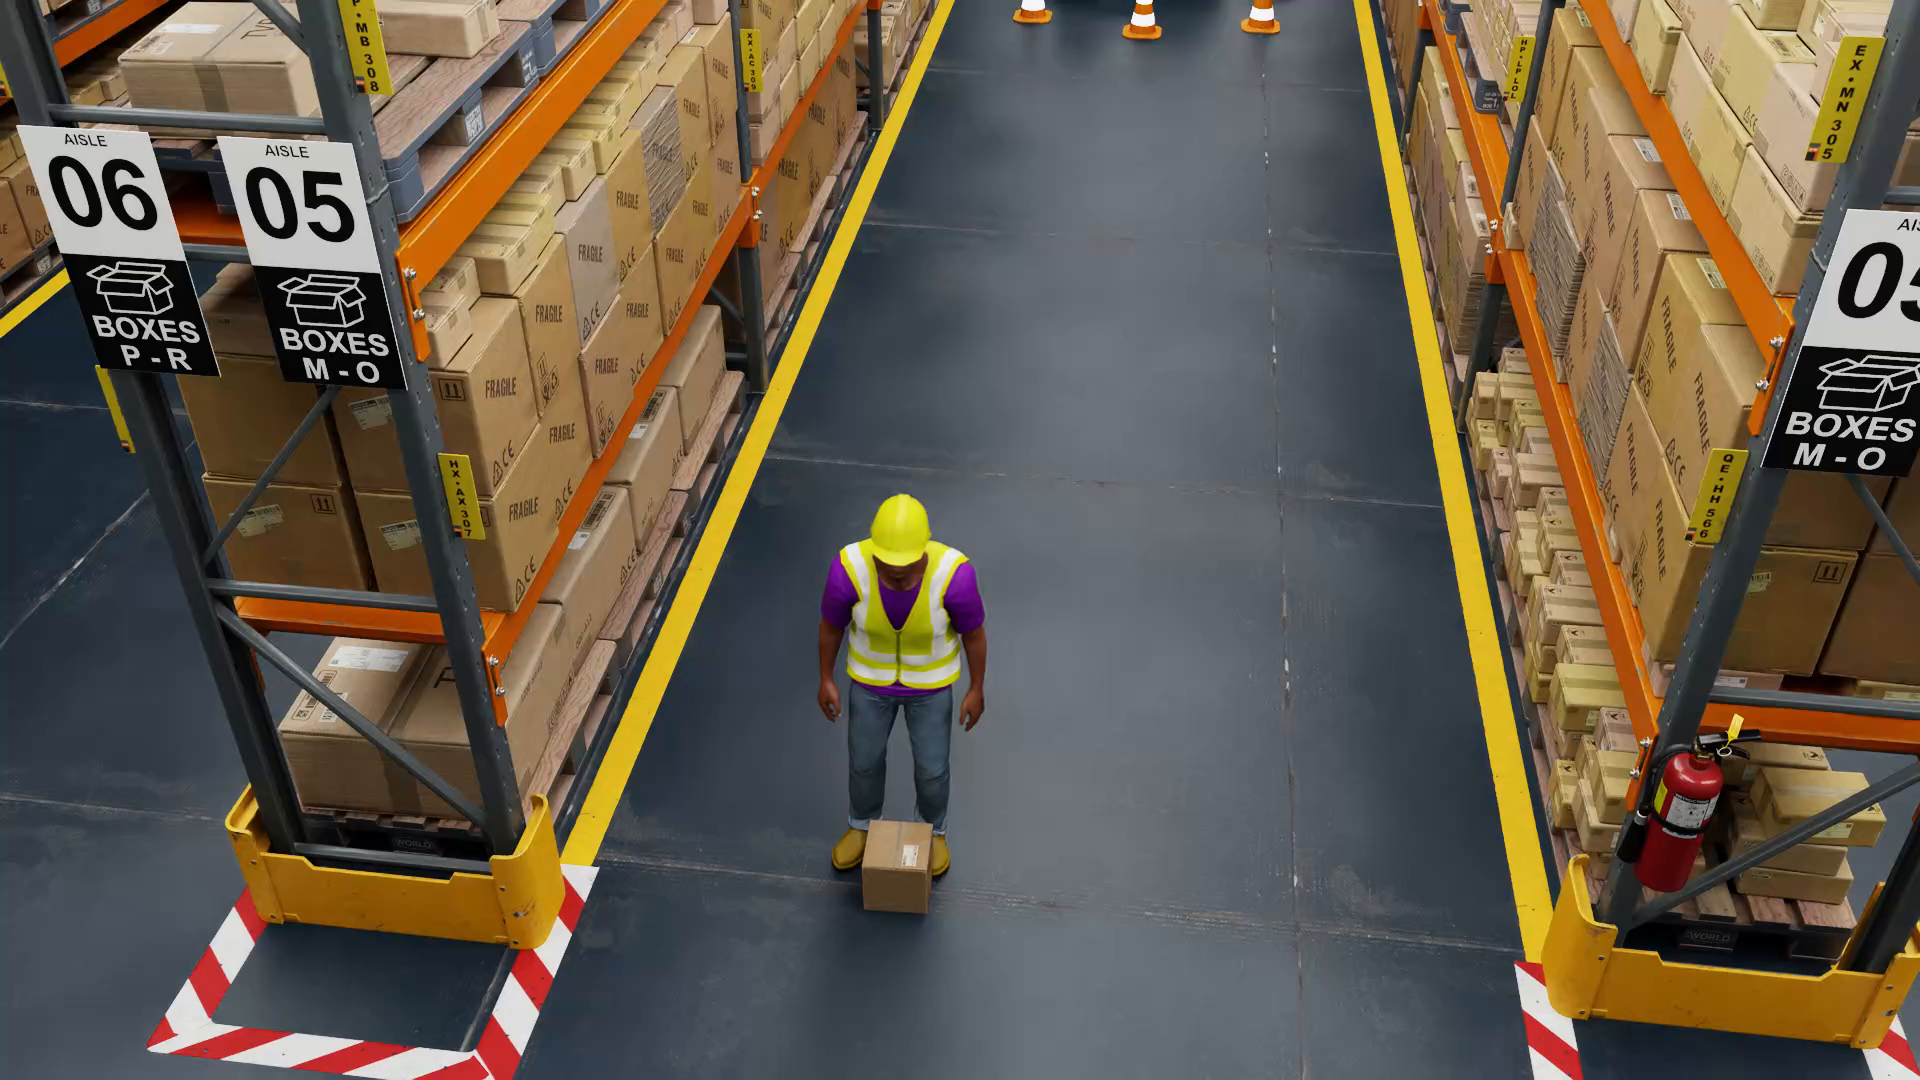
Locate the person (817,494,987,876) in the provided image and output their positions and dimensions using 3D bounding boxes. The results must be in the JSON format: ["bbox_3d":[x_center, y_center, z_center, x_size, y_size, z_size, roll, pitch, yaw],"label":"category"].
[{"bbox_3d":[-0.222,0.544,6.273,0.637,1.761,0.460,3,36,5],"label":"person"}]
